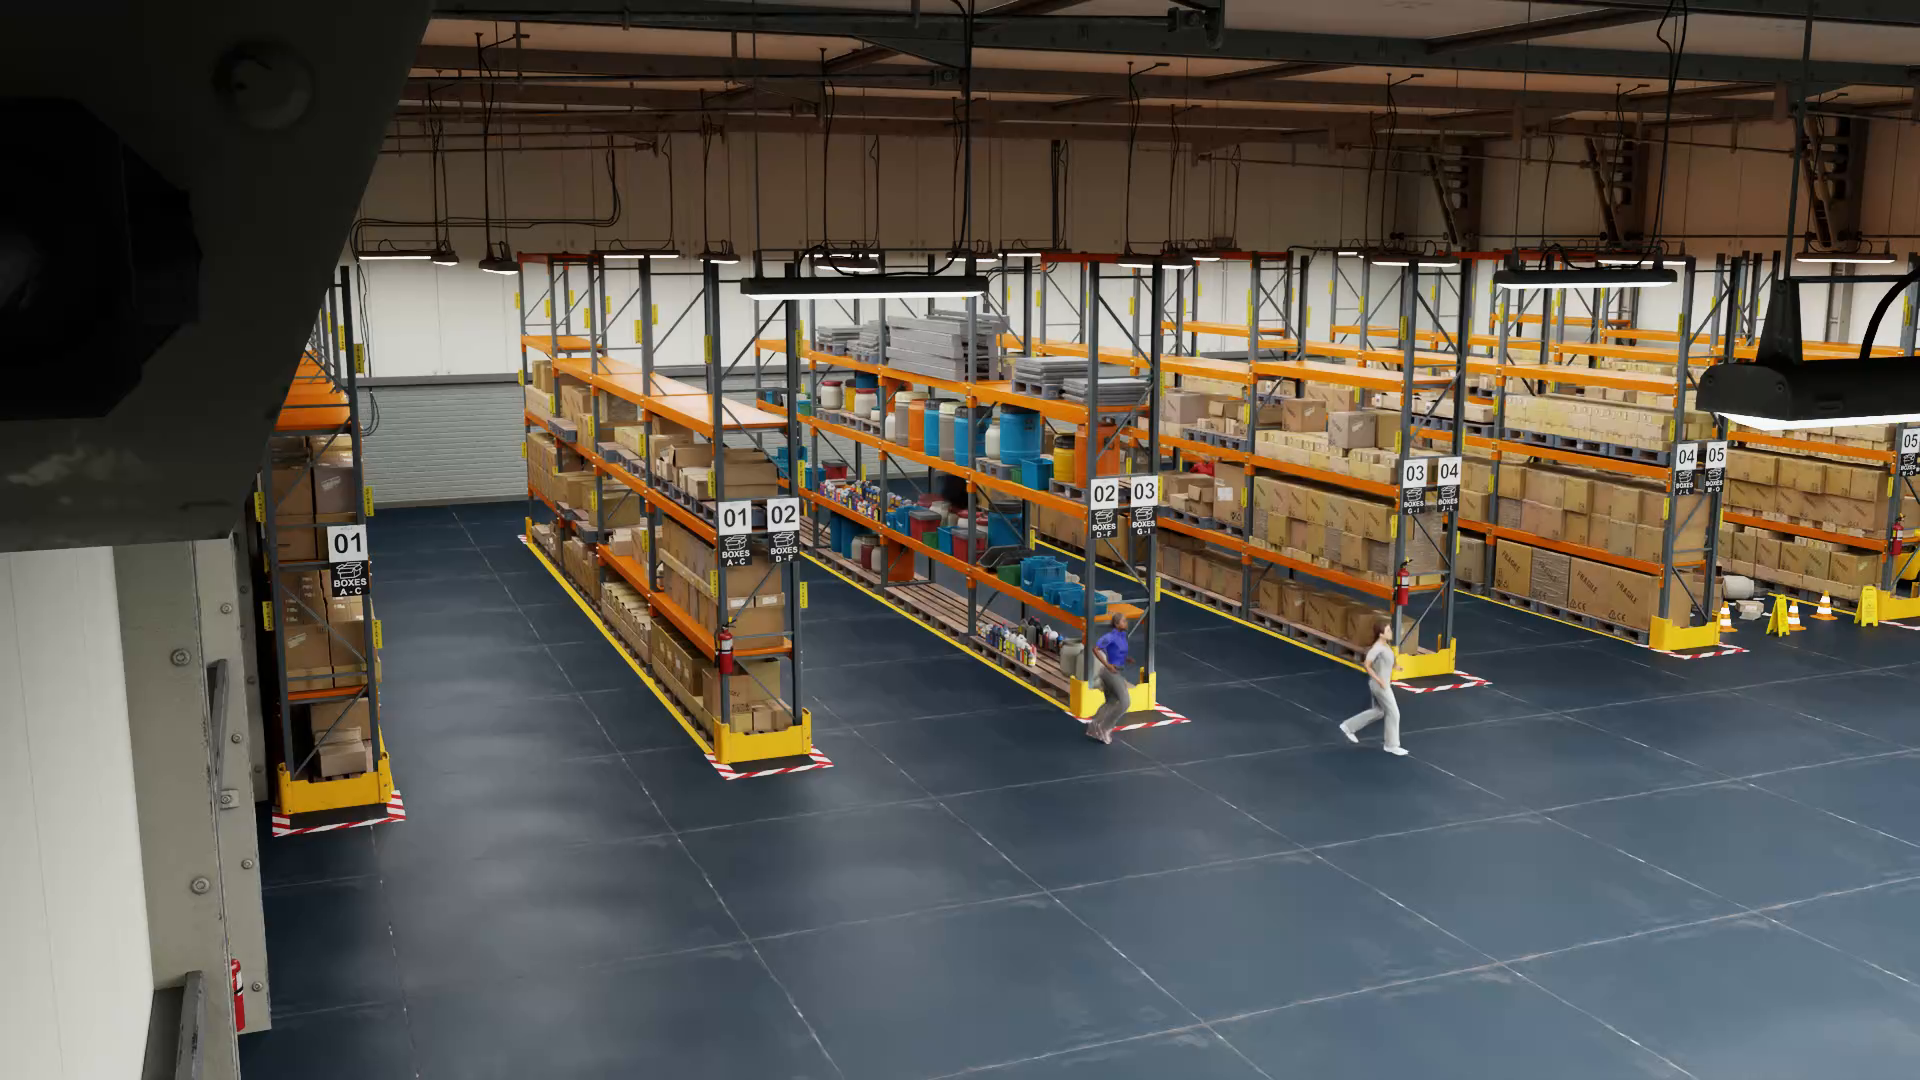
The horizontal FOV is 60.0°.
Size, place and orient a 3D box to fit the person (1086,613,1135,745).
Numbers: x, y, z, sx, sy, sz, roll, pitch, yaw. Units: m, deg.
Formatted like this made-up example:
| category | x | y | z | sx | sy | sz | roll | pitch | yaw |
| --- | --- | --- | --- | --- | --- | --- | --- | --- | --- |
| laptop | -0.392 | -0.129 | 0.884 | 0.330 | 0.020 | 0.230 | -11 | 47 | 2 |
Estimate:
| category | x | y | z | sx | sy | sz | roll | pitch | yaw |
| --- | --- | --- | --- | --- | --- | --- | --- | --- | --- |
| person | 1.932 | 1.739 | 21.083 | 0.587 | 1.646 | 0.586 | 3 | 11 | 18 |

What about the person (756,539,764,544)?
| category | x | y | z | sx | sy | sz | roll | pitch | yaw |
| --- | --- | --- | --- | --- | --- | --- | --- | --- | --- |
| person | -3.692 | 0.009 | 29.719 | 0.658 | 1.750 | 0.979 | -7 | 12 | -32 |

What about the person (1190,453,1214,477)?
| category | x | y | z | sx | sy | sz | roll | pitch | yaw |
| --- | --- | --- | --- | --- | --- | --- | --- | --- | --- |
| person | 5.320 | -1.036 | 35.932 | 0.642 | 1.759 | 0.914 | -3 | 11 | -17 |

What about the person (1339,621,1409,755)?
| category | x | y | z | sx | sy | sz | roll | pitch | yaw |
| --- | --- | --- | --- | --- | --- | --- | --- | --- | --- |
| person | 5.143 | 1.812 | 20.552 | 0.851 | 1.673 | 0.561 | 3 | 11 | 15 |
